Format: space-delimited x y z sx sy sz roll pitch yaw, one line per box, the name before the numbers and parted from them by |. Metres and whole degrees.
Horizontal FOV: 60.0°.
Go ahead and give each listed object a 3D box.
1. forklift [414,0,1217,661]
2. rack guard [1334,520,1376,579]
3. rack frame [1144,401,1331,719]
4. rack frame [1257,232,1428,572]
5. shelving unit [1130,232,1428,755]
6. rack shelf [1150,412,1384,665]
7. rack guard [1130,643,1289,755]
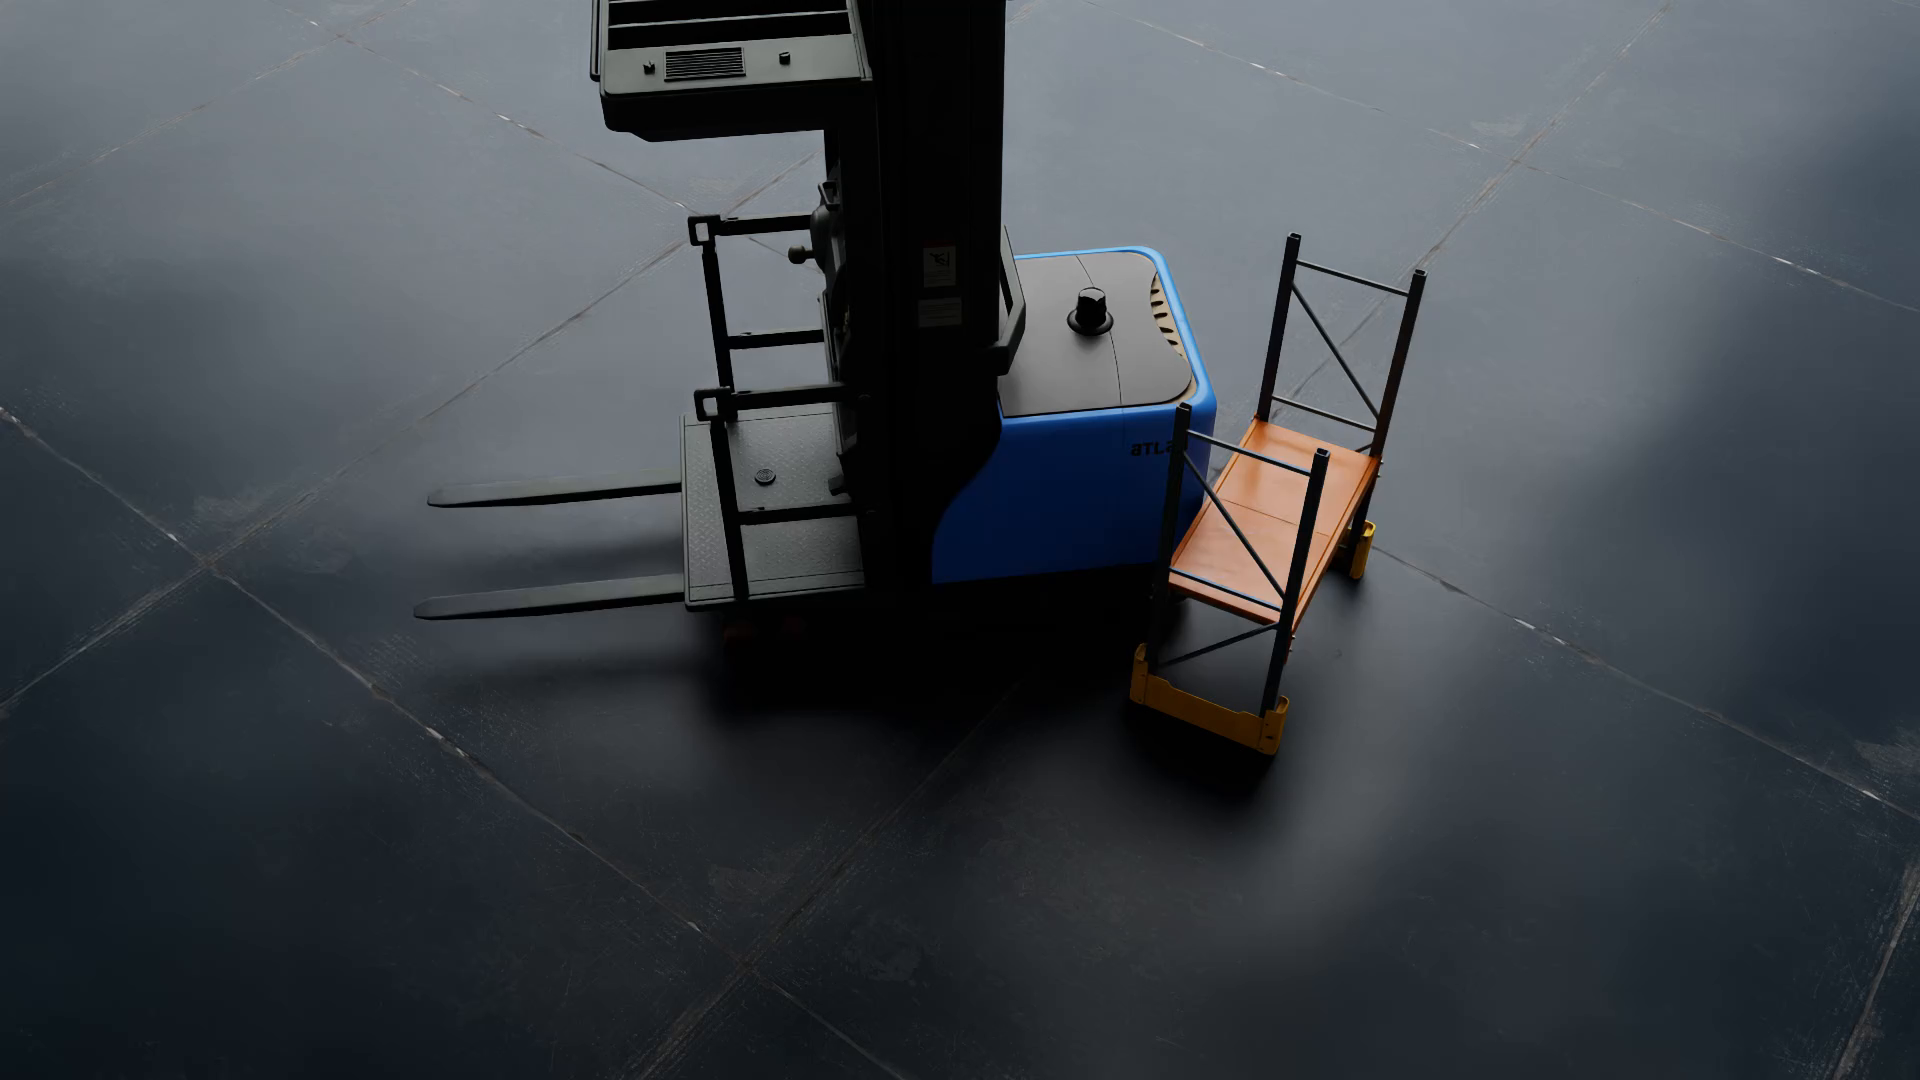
forklift | -0.623 -0.952 5.797 3.031 2.935 1.130 -6 47 -5
rack guard | 1.382 -0.047 6.787 0.587 0.250 0.087 21 50 19
rack frame | 0.910 0.171 5.714 0.500 1.500 0.032 21 50 19
rack frame | 1.383 -0.480 6.336 0.500 1.500 0.032 21 50 19
shelving unit | 1.151 -0.160 6.030 0.587 1.500 1.083 21 50 19
rack shelf | 1.146 -0.030 6.155 0.538 0.185 1.000 21 50 19
rack guard | 0.919 0.590 6.178 0.587 0.250 0.087 21 50 19
